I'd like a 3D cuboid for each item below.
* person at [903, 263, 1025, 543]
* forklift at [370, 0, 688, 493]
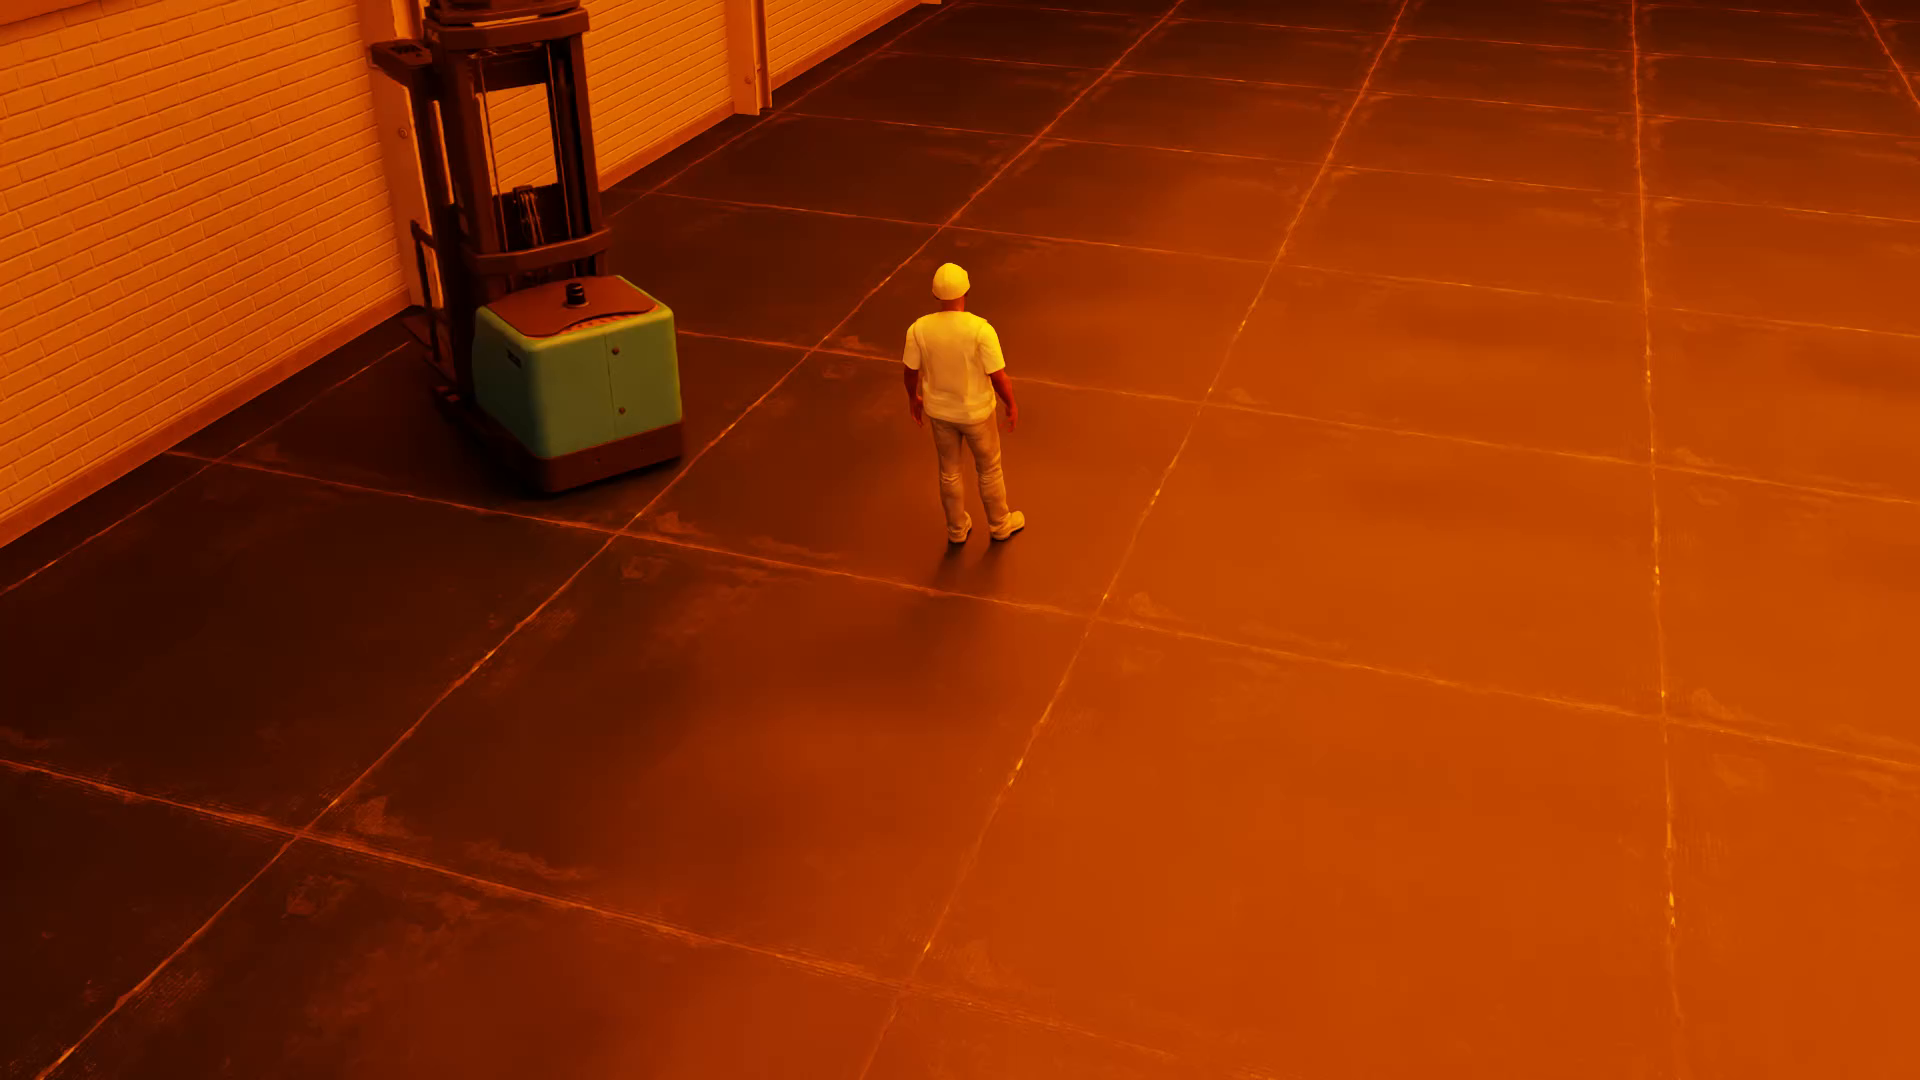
[{"bbox_3d":[0.028,-0.805,9.710,0.665,1.765,0.577,10,31,16],"label":"person"},{"bbox_3d":[-3.073,-2.245,11.075,1.130,2.935,3.031,-20,35,-31],"label":"forklift"}]
